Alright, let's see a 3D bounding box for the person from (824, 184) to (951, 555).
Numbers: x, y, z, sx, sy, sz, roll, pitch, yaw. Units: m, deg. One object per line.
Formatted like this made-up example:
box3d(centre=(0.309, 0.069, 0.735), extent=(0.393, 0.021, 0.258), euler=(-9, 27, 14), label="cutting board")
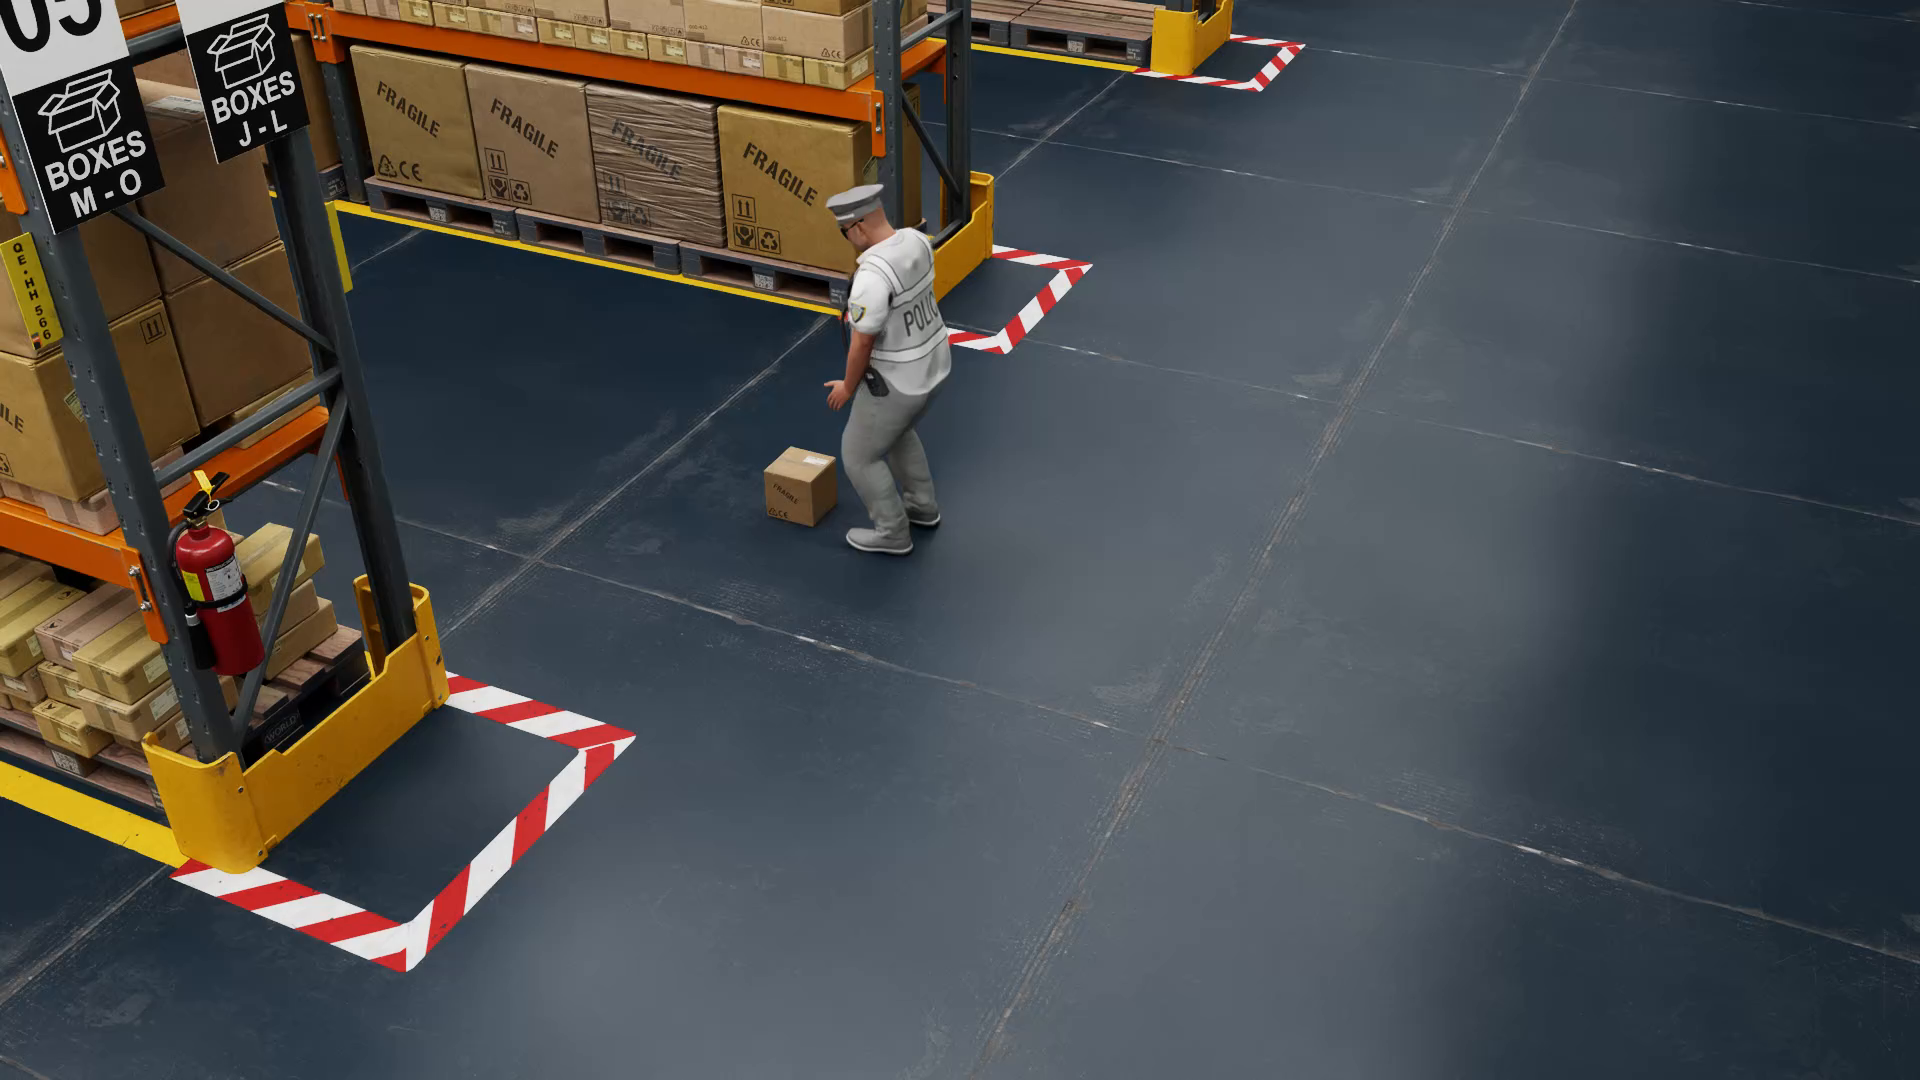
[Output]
box3d(centre=(-0.316, -0.722, 7.287), extent=(0.496, 1.697, 0.557), euler=(15, 36, 22), label="person")
